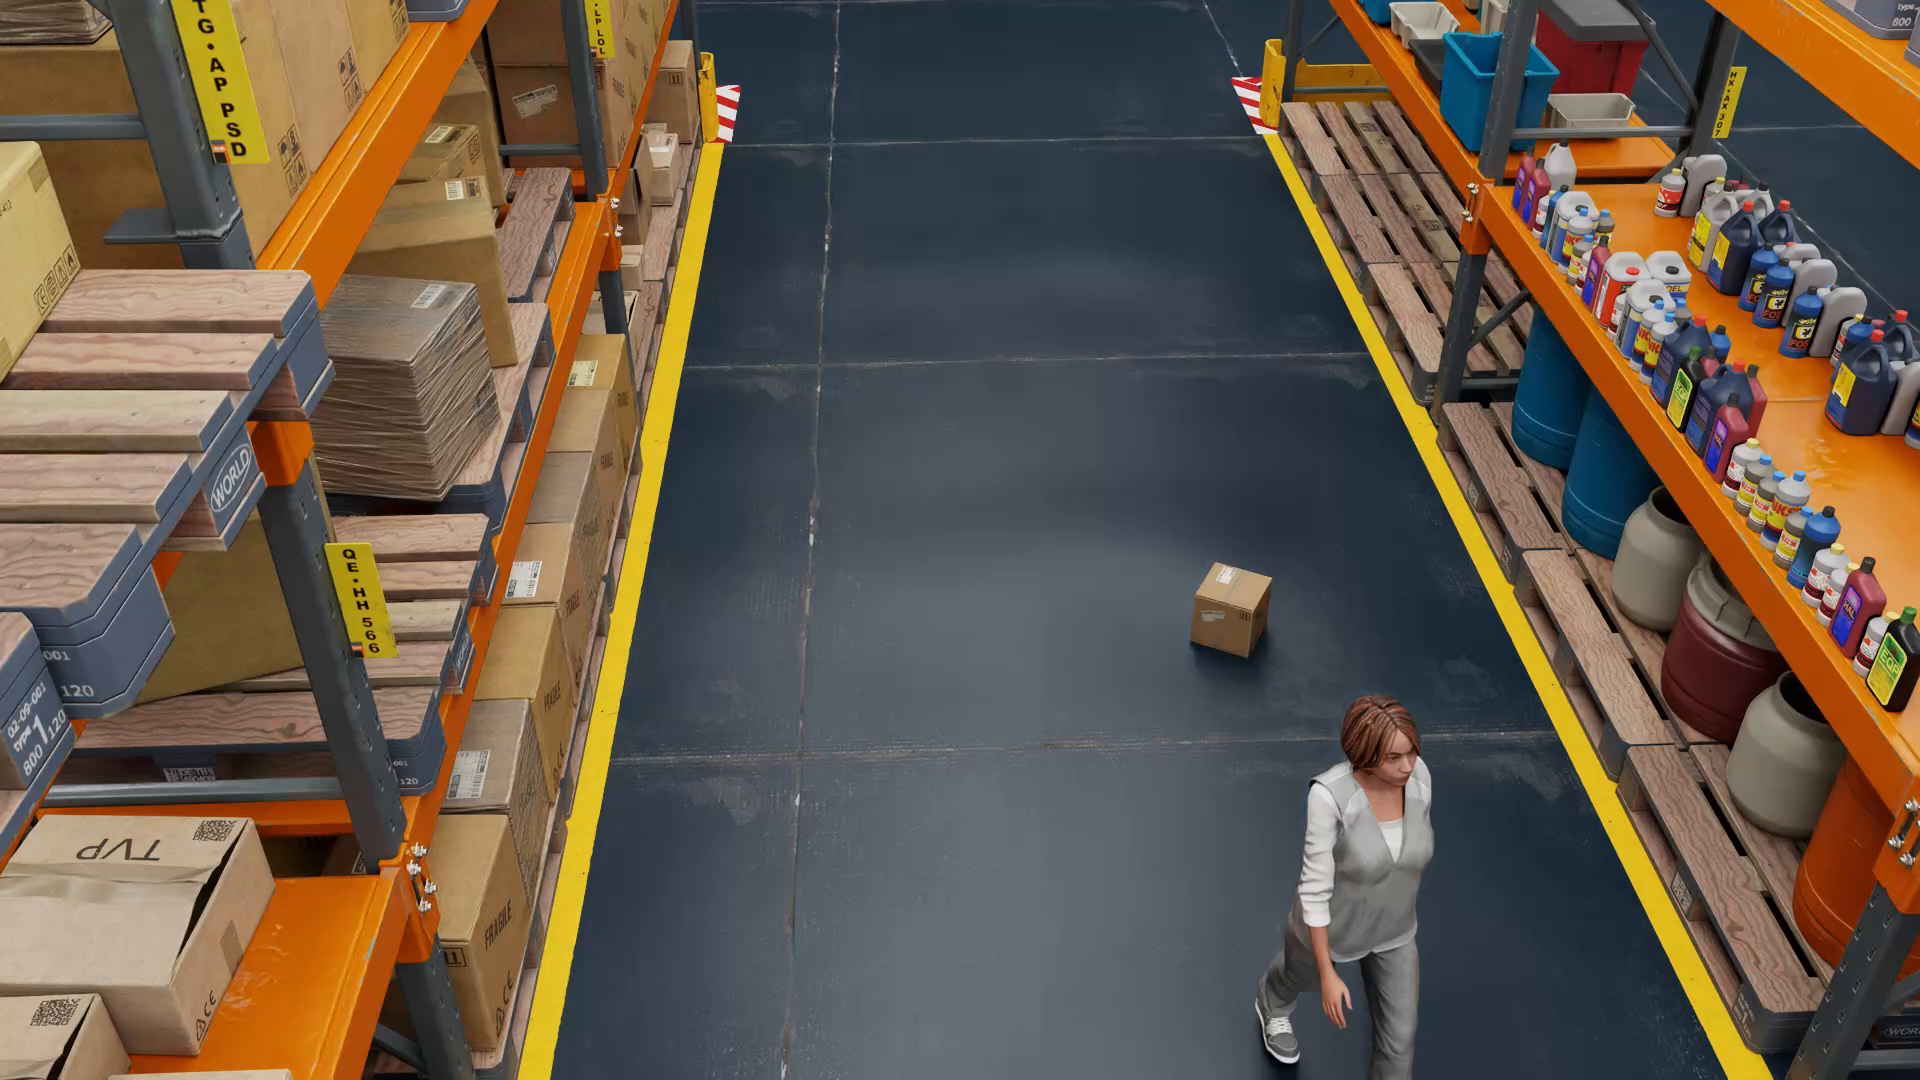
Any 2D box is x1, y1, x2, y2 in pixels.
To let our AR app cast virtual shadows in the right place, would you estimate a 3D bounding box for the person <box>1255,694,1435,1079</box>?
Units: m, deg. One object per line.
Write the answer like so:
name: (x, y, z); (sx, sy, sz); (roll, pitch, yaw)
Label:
person: (1.114, 1.114, 4.587); (0.414, 1.545, 0.921); (-8, 36, -10)
